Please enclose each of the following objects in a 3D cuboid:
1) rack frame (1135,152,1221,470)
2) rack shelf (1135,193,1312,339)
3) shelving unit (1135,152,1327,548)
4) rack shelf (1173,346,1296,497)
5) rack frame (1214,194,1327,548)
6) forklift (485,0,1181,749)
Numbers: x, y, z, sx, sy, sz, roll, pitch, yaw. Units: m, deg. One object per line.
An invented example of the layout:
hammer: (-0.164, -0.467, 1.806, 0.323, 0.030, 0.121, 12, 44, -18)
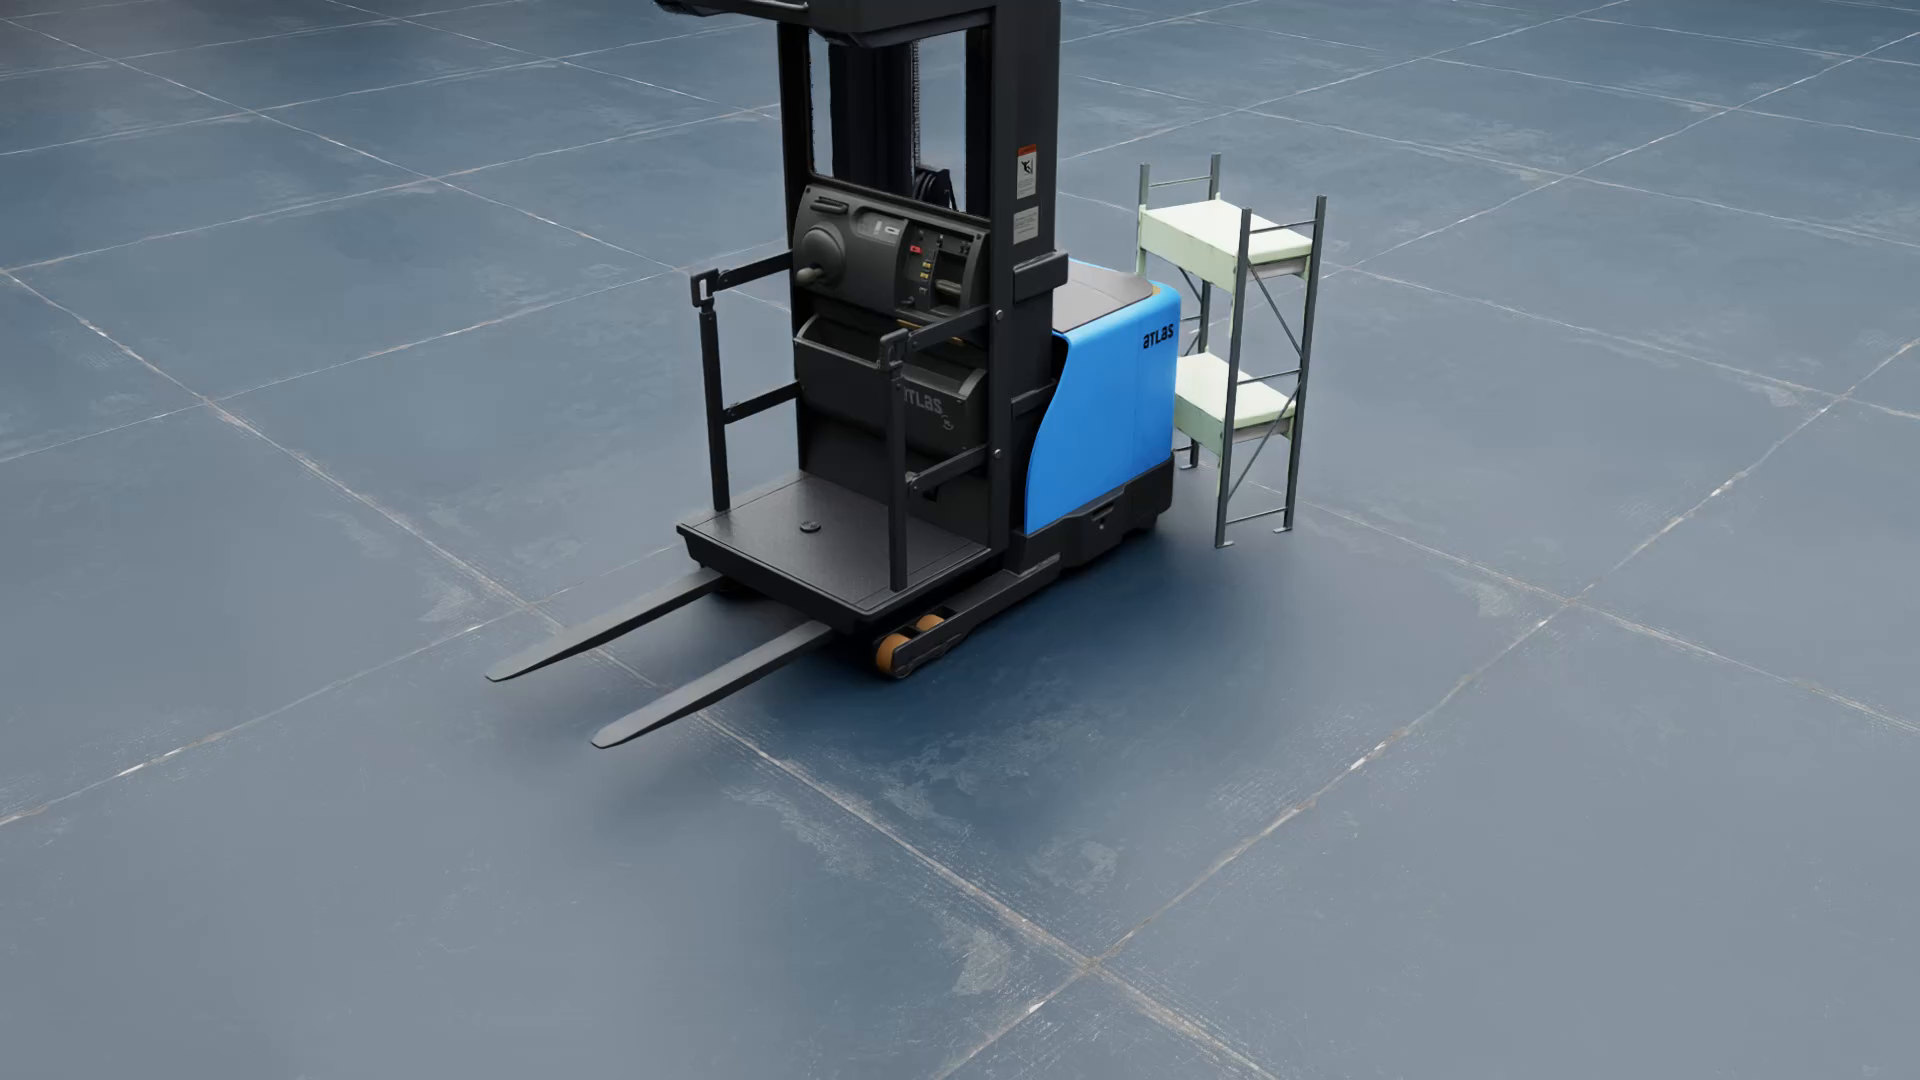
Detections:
rack frame: (0.951, -0.977, 7.497, 0.400, 1.500, 0.023, -13, 31, -24)
rack shelf: (1.117, -1.171, 7.027, 0.431, 0.370, 0.720, -13, 31, -24)
shelving unit: (1.117, -0.826, 7.209, 0.431, 1.500, 0.755, -13, 31, -24)
rack shelf: (1.117, -0.537, 7.360, 0.431, 0.370, 0.720, -13, 31, -24)
rack frame: (1.283, -0.674, 6.920, 0.400, 1.500, 0.023, -13, 31, -24)
forklift: (-0.417, -1.043, 6.083, 1.130, 2.935, 3.031, 23, 35, 36)
